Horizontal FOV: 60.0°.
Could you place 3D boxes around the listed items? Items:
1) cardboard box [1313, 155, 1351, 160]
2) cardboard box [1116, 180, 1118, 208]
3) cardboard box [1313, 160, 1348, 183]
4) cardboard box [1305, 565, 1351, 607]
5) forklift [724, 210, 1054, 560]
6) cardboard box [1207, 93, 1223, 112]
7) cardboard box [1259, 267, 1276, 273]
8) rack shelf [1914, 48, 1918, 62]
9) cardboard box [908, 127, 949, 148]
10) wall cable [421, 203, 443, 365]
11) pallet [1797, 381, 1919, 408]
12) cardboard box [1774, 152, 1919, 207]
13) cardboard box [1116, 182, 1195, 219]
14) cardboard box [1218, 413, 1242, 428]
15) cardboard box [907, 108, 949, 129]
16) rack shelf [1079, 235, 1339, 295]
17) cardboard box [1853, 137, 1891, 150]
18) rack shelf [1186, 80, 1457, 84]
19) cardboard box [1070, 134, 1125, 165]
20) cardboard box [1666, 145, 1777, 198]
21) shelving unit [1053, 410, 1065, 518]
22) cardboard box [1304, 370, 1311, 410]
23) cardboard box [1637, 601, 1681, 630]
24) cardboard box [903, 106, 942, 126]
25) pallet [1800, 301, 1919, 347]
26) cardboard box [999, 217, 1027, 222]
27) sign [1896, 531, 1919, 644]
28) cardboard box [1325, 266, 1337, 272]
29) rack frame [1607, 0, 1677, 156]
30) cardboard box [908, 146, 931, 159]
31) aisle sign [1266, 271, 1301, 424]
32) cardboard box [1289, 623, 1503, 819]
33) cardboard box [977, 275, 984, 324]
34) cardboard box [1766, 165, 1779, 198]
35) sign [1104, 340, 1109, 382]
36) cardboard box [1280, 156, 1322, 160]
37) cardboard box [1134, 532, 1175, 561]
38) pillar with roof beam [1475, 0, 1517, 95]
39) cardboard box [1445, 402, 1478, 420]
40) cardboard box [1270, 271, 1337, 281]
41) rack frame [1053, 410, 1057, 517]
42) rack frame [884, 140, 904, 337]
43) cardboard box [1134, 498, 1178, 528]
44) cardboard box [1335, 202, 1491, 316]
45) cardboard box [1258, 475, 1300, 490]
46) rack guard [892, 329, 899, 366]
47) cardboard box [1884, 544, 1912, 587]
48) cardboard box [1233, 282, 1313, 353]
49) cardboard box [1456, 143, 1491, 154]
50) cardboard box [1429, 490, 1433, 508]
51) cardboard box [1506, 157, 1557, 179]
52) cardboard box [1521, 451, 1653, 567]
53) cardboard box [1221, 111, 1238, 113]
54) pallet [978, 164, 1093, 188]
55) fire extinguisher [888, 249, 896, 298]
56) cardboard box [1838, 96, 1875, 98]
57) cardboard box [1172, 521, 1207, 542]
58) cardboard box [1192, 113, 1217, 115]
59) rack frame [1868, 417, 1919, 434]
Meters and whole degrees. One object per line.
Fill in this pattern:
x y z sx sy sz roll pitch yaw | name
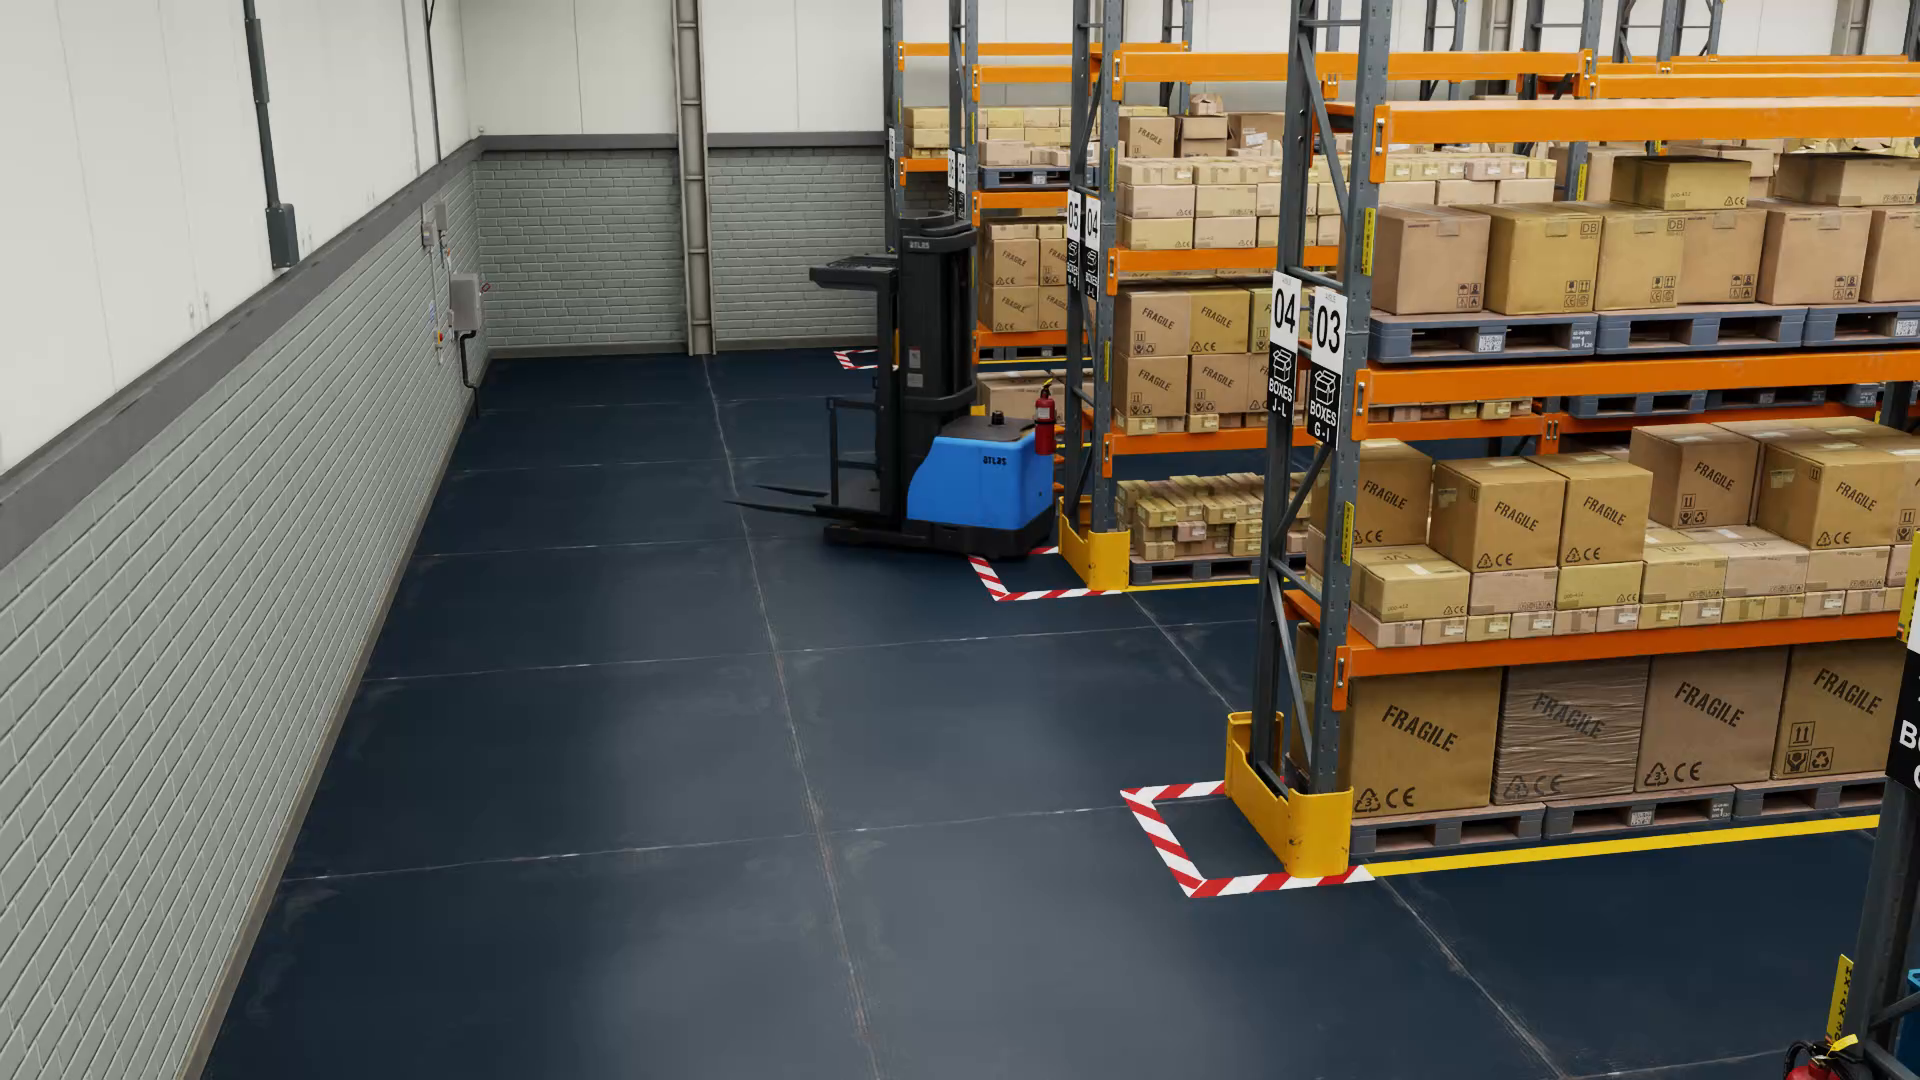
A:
3.114 -3.168 14.072 0.250 0.149 0.380 -4 17 -12 | cardboard box
1.476 -2.878 13.806 0.500 0.250 0.500 -4 17 -12 | cardboard box
2.964 -3.000 13.525 0.250 0.149 0.380 -3 17 -9 | cardboard box
2.201 0.263 9.713 0.250 0.149 0.380 -3 17 -9 | cardboard box
-0.702 -1.484 15.090 3.031 2.935 1.130 7 18 21 | forklift
3.557 -6.216 23.601 0.258 0.266 0.396 -3 17 -10 | cardboard box
3.550 -3.242 18.823 0.500 0.500 0.500 -3 17 -11 | cardboard box
13.780 -5.901 20.368 4.000 0.370 1.077 -3 17 -10 | rack shelf
-0.424 -5.480 22.623 0.500 0.250 0.500 -3 17 -11 | cardboard box
-5.498 -2.779 17.405 0.123 1.953 0.585 -3 17 -10 | wall cable
8.247 -1.461 15.226 1.003 0.211 1.213 -3 17 -10 | pallet
4.917 -2.003 9.222 0.500 0.250 0.500 -4 18 -14 | cardboard box
1.562 -2.729 13.322 0.500 0.250 0.500 -3 17 -10 | cardboard box
2.197 -1.061 14.023 0.250 0.149 0.380 -2 17 -8 | cardboard box
-0.428 -5.726 22.571 0.500 0.250 0.500 -3 17 -11 | cardboard box
3.036 -2.379 14.004 4.000 0.370 1.077 -3 17 -10 | rack shelf
10.772 -4.729 19.971 0.500 0.250 0.500 -3 17 -10 | cardboard box
4.980 -6.697 23.633 4.000 0.370 1.077 -3 17 -10 | rack shelf
1.513 -4.308 18.324 0.500 0.311 0.500 -3 17 -9 | cardboard box
6.541 -3.133 14.341 0.637 0.503 0.797 -3 17 -11 | cardboard box
0.872 -0.681 15.678 0.215 1.050 0.252 -8 19 -23 | shelving unit
3.069 -1.404 14.036 0.500 0.500 0.500 -4 17 -12 | cardboard box
3.835 0.367 9.374 0.250 0.149 0.380 -4 17 -12 | cardboard box
-0.528 -5.878 23.069 0.500 0.250 0.500 -4 17 -12 | cardboard box
5.036 -1.314 9.462 1.213 0.211 1.003 -3 17 -10 | pallet
0.593 -3.534 18.668 0.250 0.149 0.380 -3 17 -9 | cardboard box
2.733 0.144 4.742 0.005 0.325 0.100 -3 17 -10 | sign
4.448 -3.289 18.977 0.500 0.500 0.500 -3 17 -10 | cardboard box
7.889 -5.913 19.173 0.127 3.000 1.000 -3 17 -10 | rack frame
-0.554 -5.294 22.698 0.250 0.149 0.380 -3 17 -9 | cardboard box
1.786 -1.068 9.189 0.004 0.787 0.394 -3 17 -10 | aisle sign
2.527 1.014 9.744 0.875 0.875 0.875 -3 17 -10 | cardboard box
0.457 -2.750 18.925 0.500 0.500 0.500 -3 17 -10 | cardboard box
7.336 -3.091 14.925 0.500 0.500 0.500 -3 17 -10 | cardboard box
1.175 -1.435 13.339 0.005 0.325 0.100 -3 17 -10 | sign
2.858 -3.152 14.020 0.250 0.149 0.380 -4 17 -12 | cardboard box
1.647 0.047 14.127 0.250 0.149 0.380 -3 17 -9 | cardboard box
8.869 -6.435 20.873 0.400 9.000 9.100 -3 17 -10 | pillar with roof beam
4.257 -1.154 14.325 0.250 0.149 0.380 -3 17 -8 | cardboard box
2.999 -2.033 14.381 0.500 0.500 0.500 -4 17 -12 | cardboard box
0.821 -0.713 15.784 0.200 1.050 0.008 -8 19 -23 | rack frame
-0.911 -4.030 23.262 0.127 3.000 1.000 -3 17 -10 | rack frame
1.651 -0.231 14.022 0.250 0.149 0.380 -4 18 -13 | cardboard box
2.414 -1.517 8.915 0.500 0.500 0.700 -4 18 -14 | cardboard box
2.831 -0.461 14.769 0.250 0.149 0.380 -4 17 -12 | cardboard box
-0.837 -2.839 23.642 0.348 0.500 1.175 -3 17 -10 | rack guard
5.458 0.065 9.680 0.500 0.250 0.500 -4 17 -11 | cardboard box
2.573 -1.847 13.774 0.500 0.500 0.500 -4 17 -12 | cardboard box
5.822 -4.393 18.849 0.258 0.266 0.396 -2 17 -6 | cardboard box
3.944 -0.395 14.553 0.250 0.149 0.380 -3 17 -9 | cardboard box
4.744 -3.096 13.837 0.250 0.149 0.380 -4 18 -13 | cardboard box
3.435 -0.179 9.194 0.500 0.500 0.500 -4 17 -12 | cardboard box
3.780 -6.045 23.749 0.250 0.149 0.380 -4 17 -12 | cardboard box
0.760 -4.035 18.320 1.213 0.211 1.003 -3 17 -10 | pallet
-0.968 -3.673 22.867 0.183 0.674 0.296 -3 17 -10 | fire extinguisher
13.385 -6.528 25.231 0.500 0.500 0.700 -3 17 -10 | cardboard box
1.915 -0.112 14.140 0.250 0.149 0.380 -3 17 -11 | cardboard box
3.392 -5.847 23.106 0.250 0.149 0.380 -3 17 -9 | cardboard box
8.927 -1.623 15.427 0.127 3.000 1.000 -3 17 -10 | rack frame
